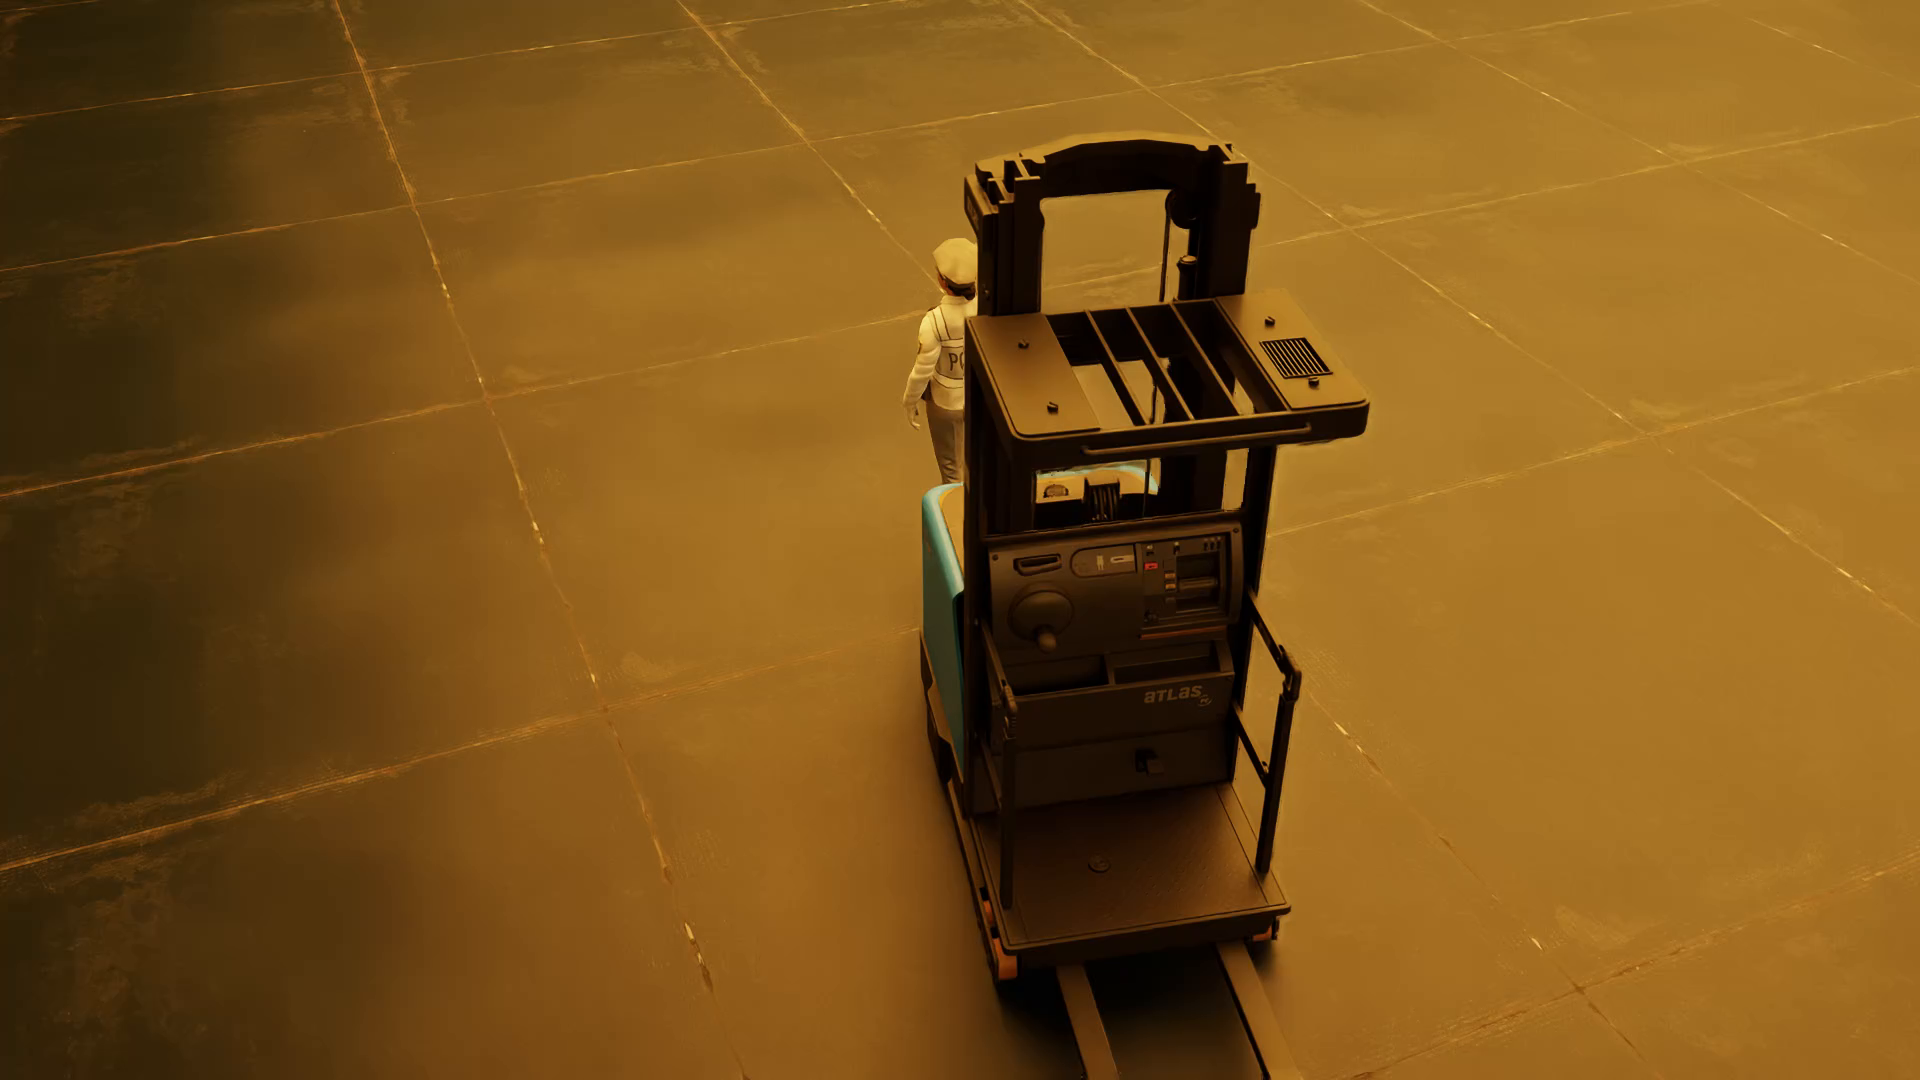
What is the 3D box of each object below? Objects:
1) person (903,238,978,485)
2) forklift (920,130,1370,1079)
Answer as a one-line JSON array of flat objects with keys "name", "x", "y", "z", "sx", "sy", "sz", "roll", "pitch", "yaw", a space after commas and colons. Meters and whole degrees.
[{"name": "person", "x": -0.021, "y": -0.735, "z": 8.187, "sx": 0.586, "sy": 1.694, "sz": 0.530, "roll": -14, "pitch": 38, "yaw": -19}, {"name": "forklift", "x": 0.603, "y": 0.234, "z": 5.769, "sx": 1.130, "sy": 2.935, "sz": 3.031, "roll": -6, "pitch": 36, "yaw": -9}]
